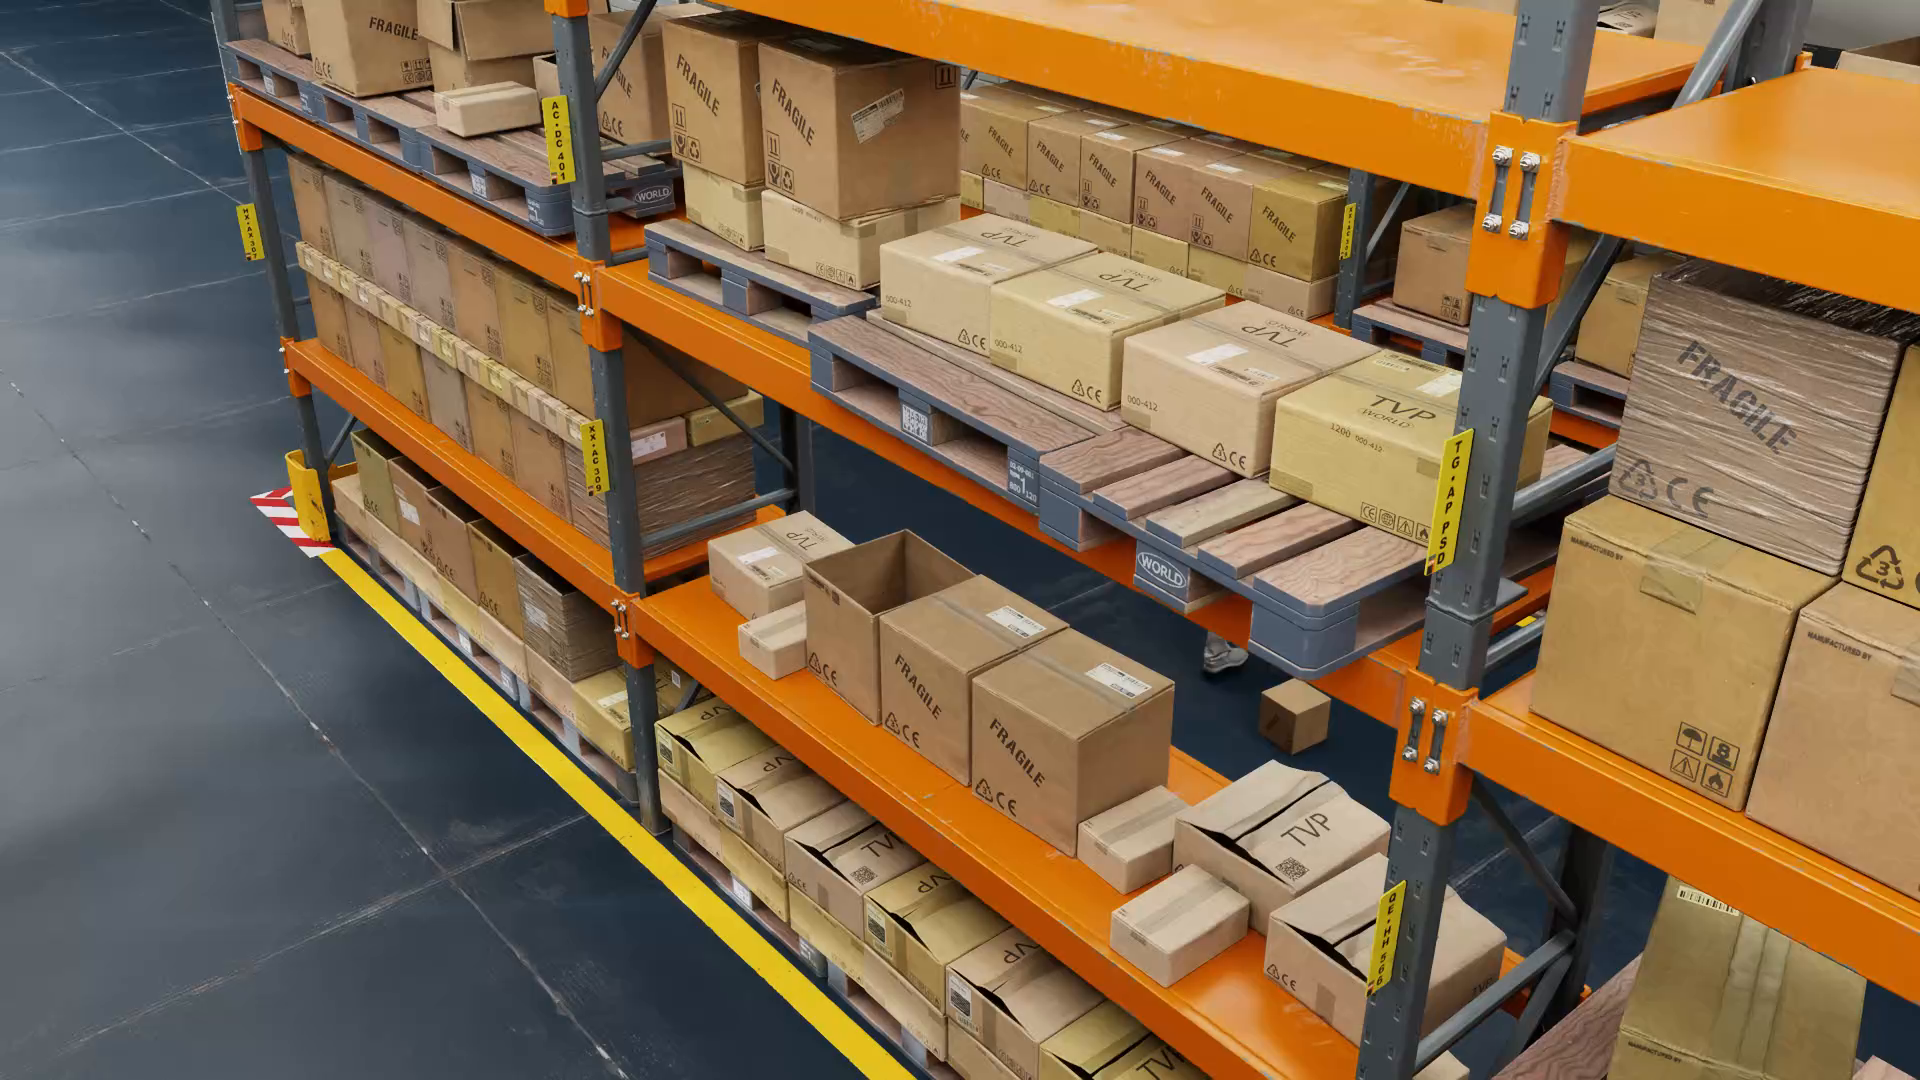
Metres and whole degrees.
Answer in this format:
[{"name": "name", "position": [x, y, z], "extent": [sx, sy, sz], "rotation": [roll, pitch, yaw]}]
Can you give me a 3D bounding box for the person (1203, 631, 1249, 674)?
[{"name": "person", "position": [1.689, -0.128, 8.821], "extent": [0.835, 1.741, 0.620], "rotation": [-22, 35, -36]}]
